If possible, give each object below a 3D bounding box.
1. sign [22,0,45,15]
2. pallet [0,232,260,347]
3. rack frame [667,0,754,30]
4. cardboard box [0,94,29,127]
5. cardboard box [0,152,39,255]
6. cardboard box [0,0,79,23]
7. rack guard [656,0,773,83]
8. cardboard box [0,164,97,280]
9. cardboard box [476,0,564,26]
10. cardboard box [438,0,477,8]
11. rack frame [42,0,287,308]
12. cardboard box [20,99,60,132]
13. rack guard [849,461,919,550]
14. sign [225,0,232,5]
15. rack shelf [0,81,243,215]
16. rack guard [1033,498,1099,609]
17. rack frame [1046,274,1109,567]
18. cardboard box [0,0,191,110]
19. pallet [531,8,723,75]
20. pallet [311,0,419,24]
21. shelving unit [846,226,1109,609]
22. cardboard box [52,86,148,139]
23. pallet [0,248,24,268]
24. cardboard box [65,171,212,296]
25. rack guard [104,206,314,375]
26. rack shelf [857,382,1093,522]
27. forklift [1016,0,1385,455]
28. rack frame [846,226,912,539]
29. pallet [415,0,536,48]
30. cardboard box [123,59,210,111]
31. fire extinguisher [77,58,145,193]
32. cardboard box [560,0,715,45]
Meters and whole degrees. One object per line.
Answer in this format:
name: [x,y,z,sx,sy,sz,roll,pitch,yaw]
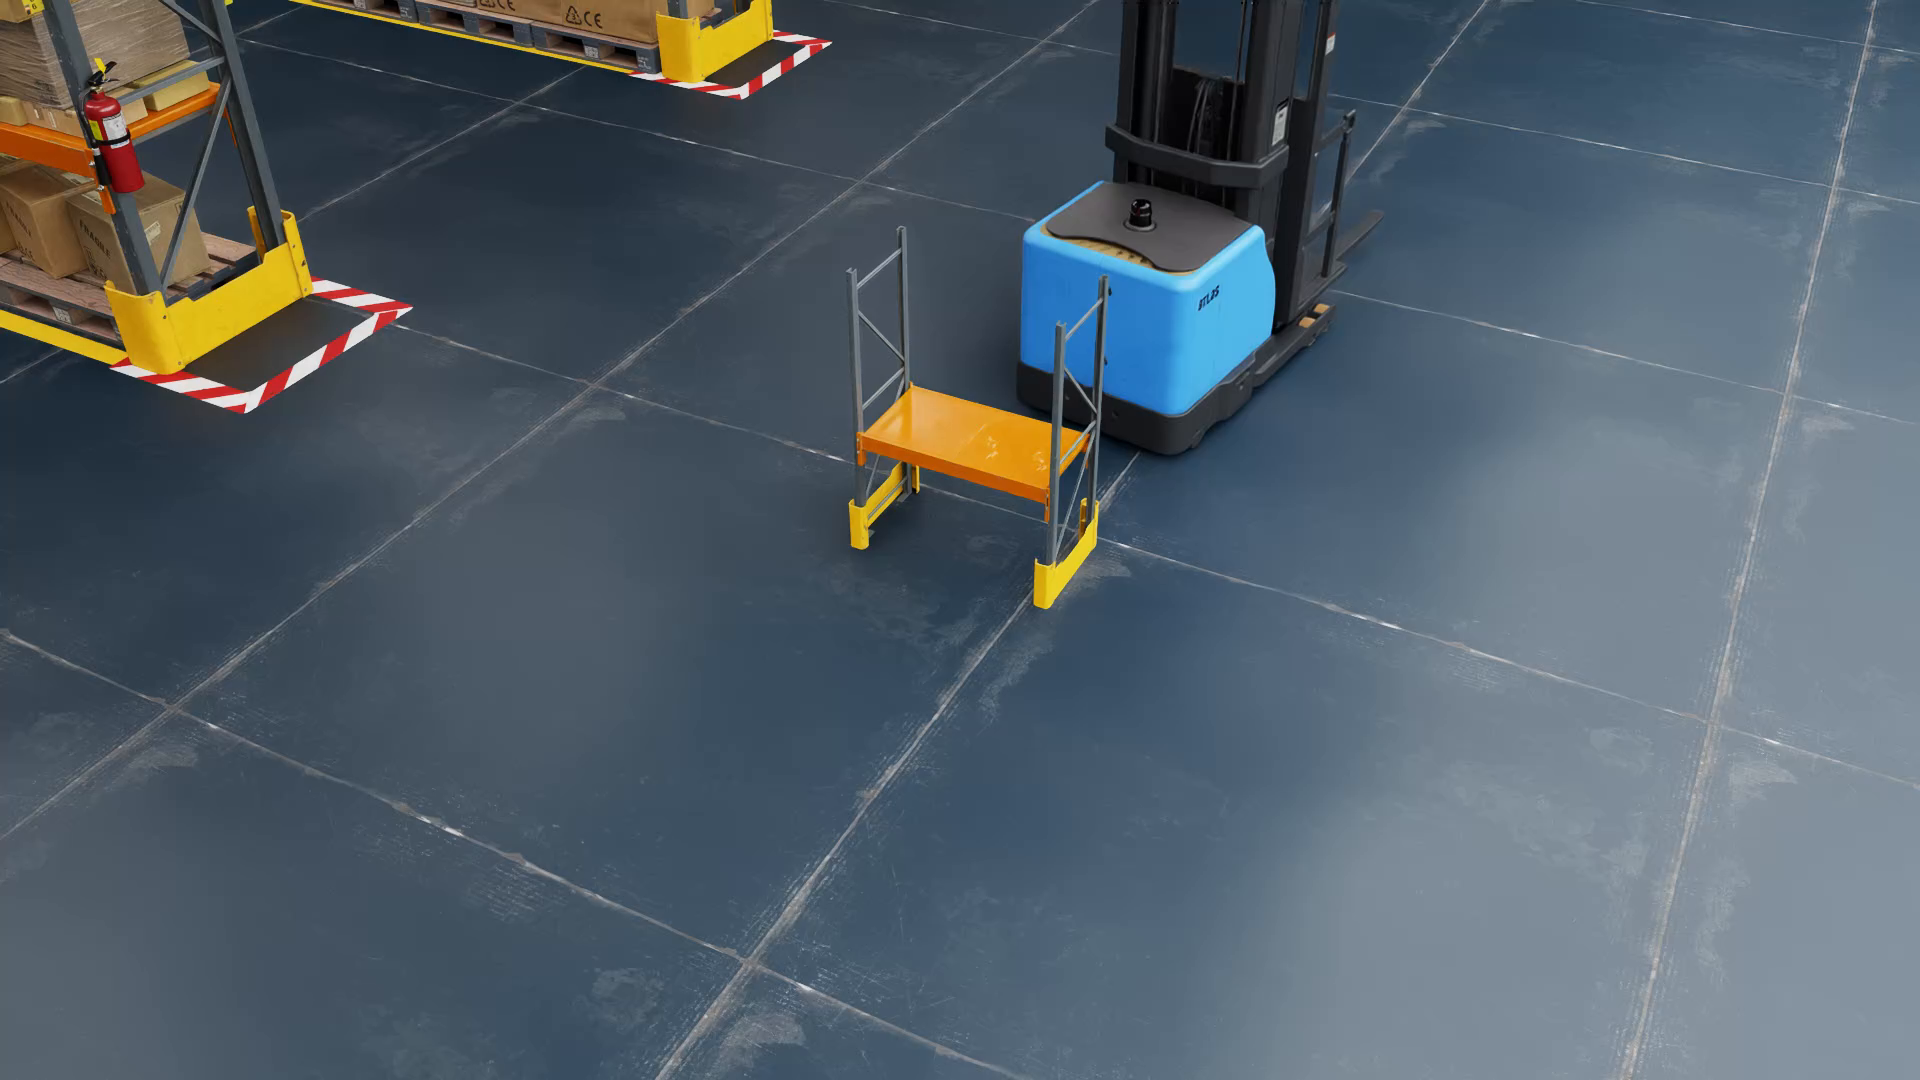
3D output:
sign: [-4.602,-2.758,8.183,0.005,0.325,0.100,17,41,21]
pallet: [-5.101,-1.618,10.208,1.213,0.211,1.003,17,41,21]
rack frame: [-1.958,-5.098,12.485,0.127,3.000,1.000,17,41,21]
cardboard box: [-5.144,-2.443,9.196,0.250,0.149,0.380,17,41,21]
cardboard box: [-5.969,-2.149,10.321,0.500,0.500,0.500,21,42,26]
cardboard box: [-4.931,-3.040,8.618,0.500,0.500,0.500,17,41,21]
rack guard: [-1.937,-4.096,13.232,0.348,0.500,1.175,17,41,21]
cardboard box: [-5.422,-1.965,10.078,0.500,0.500,0.500,29,46,33]
cardboard box: [-3.373,-4.816,13.523,0.875,0.875,0.875,17,40,21]
cardboard box: [-4.181,-5.070,13.858,0.875,0.875,0.875,18,41,22]
rack frame: [-4.329,-2.463,9.014,0.127,3.000,1.000,17,41,21]
cardboard box: [-4.898,-2.401,9.140,0.250,0.149,0.380,17,41,21]
rack guard: [-0.375,-0.217,8.329,0.087,0.250,0.587,17,41,21]
sign: [-4.079,-3.099,9.136,0.005,0.325,0.100,17,41,21]
rack shelf: [-6.105,-2.733,9.964,4.000,0.370,1.077,17,41,21]
rack guard: [0.510,0.060,7.964,0.087,0.250,0.587,17,41,21]
rack frame: [0.527,-0.432,7.579,0.032,1.500,0.500,17,41,21]
cardboard box: [-4.804,-2.789,9.115,0.500,0.500,0.875,17,41,21]
pallet: [-2.704,-4.168,13.566,1.213,0.211,1.003,17,41,21]
pallet: [-4.871,-4.846,14.460,1.213,0.211,1.003,17,41,21]
shelving unit: [0.068,-0.576,7.769,1.083,1.500,0.587,17,41,21]
cardboard box: [-4.677,-2.331,9.048,0.250,0.149,0.380,17,41,21]
pallet: [-6.181,-1.958,10.655,1.213,0.211,1.003,17,41,21]
cardboard box: [-4.875,-1.817,9.883,0.500,0.500,0.500,25,44,29]
rack guard: [-4.396,-1.489,9.798,0.348,0.500,1.175,17,41,21]
rack shelf: [0.076,-0.430,7.874,1.000,0.185,0.538,17,41,21]
forklift: [1.574,-2.460,9.067,1.130,2.935,3.031,23,43,27]
rack frame: [-0.376,-0.715,7.951,0.032,1.500,0.500,17,41,21]
pallet: [-3.783,-4.507,14.014,1.213,0.211,1.003,17,41,21]
cardboard box: [-4.472,-2.570,9.363,0.250,0.149,0.380,17,41,21]
fire extinguisher: [-4.439,-2.153,8.670,0.183,0.674,0.296,17,41,21]
cardboard box: [-2.590,-4.572,13.202,0.875,0.875,0.875,18,41,22]
